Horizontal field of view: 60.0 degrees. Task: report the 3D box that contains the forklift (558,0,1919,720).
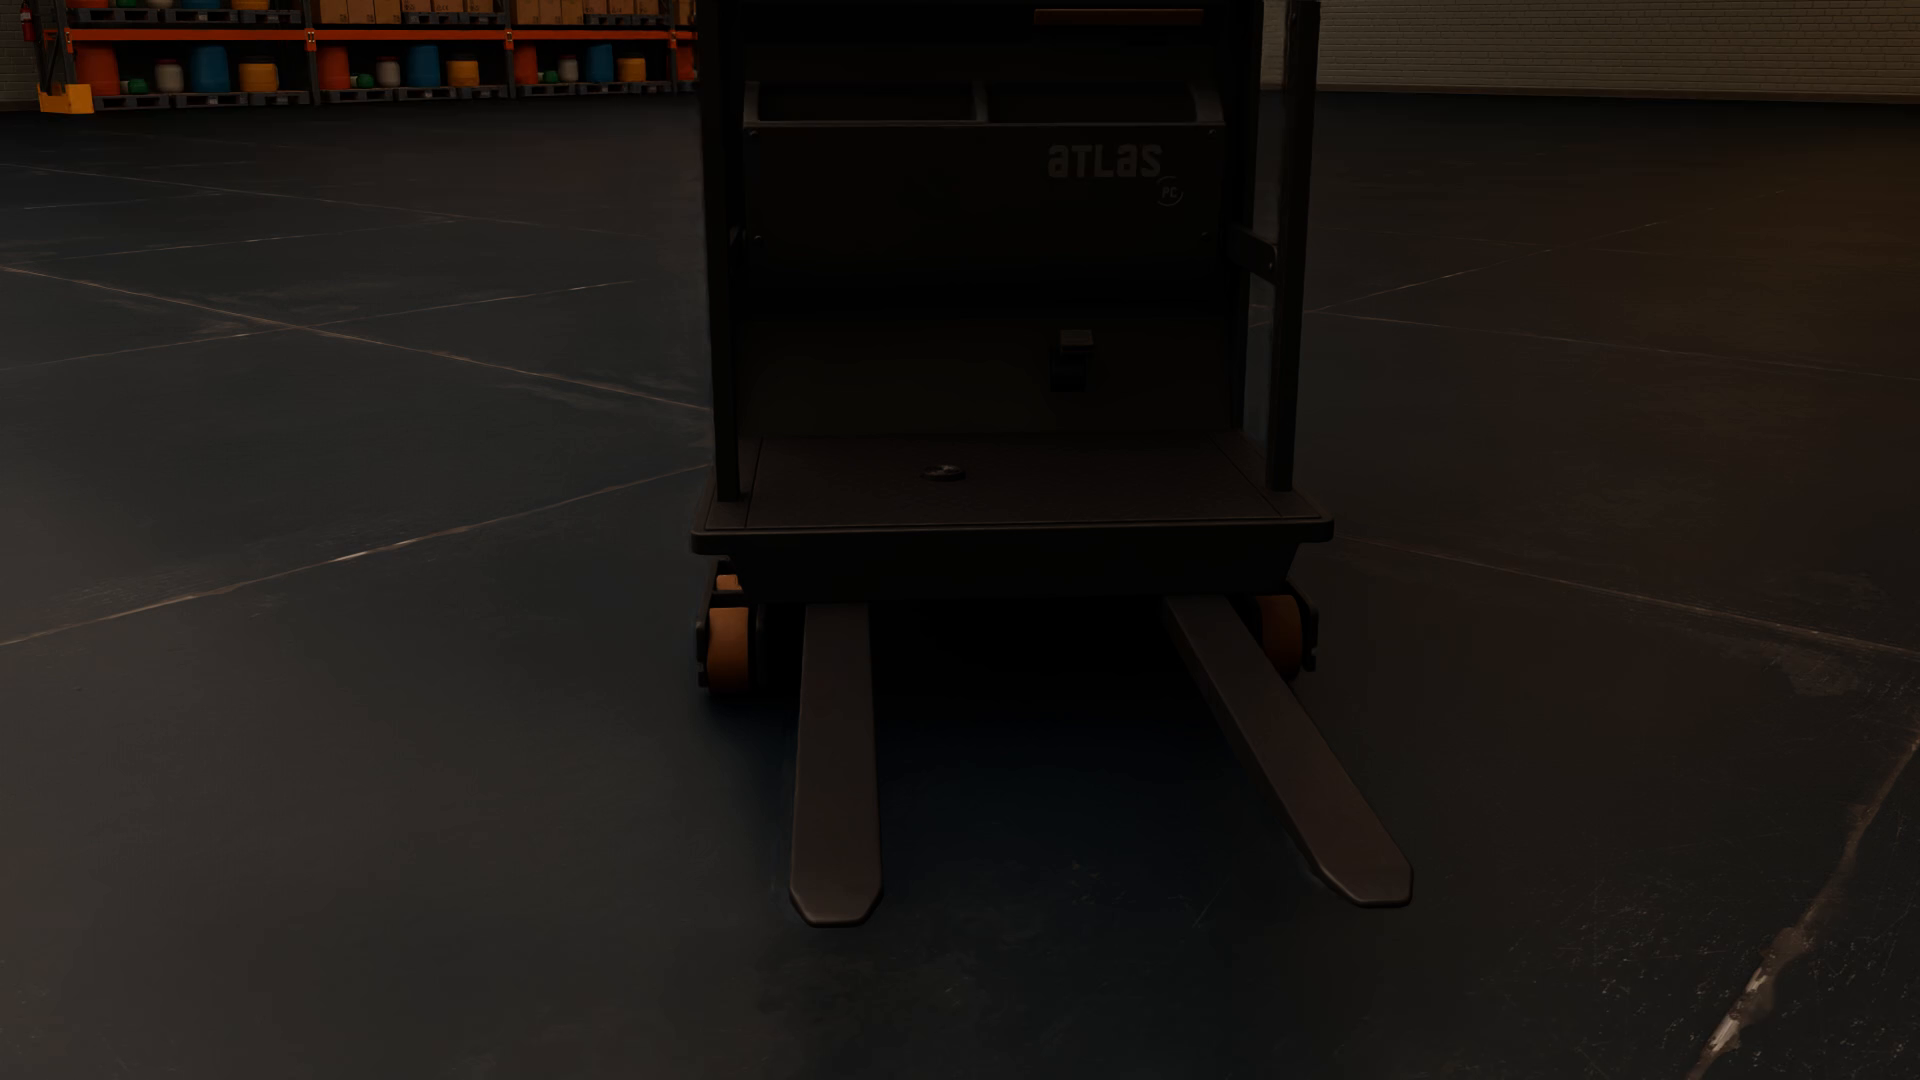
[{"bbox_3d":[0.492,-1.297,3.169,3.031,2.935,1.130,14,22,39],"label":"forklift"}]
